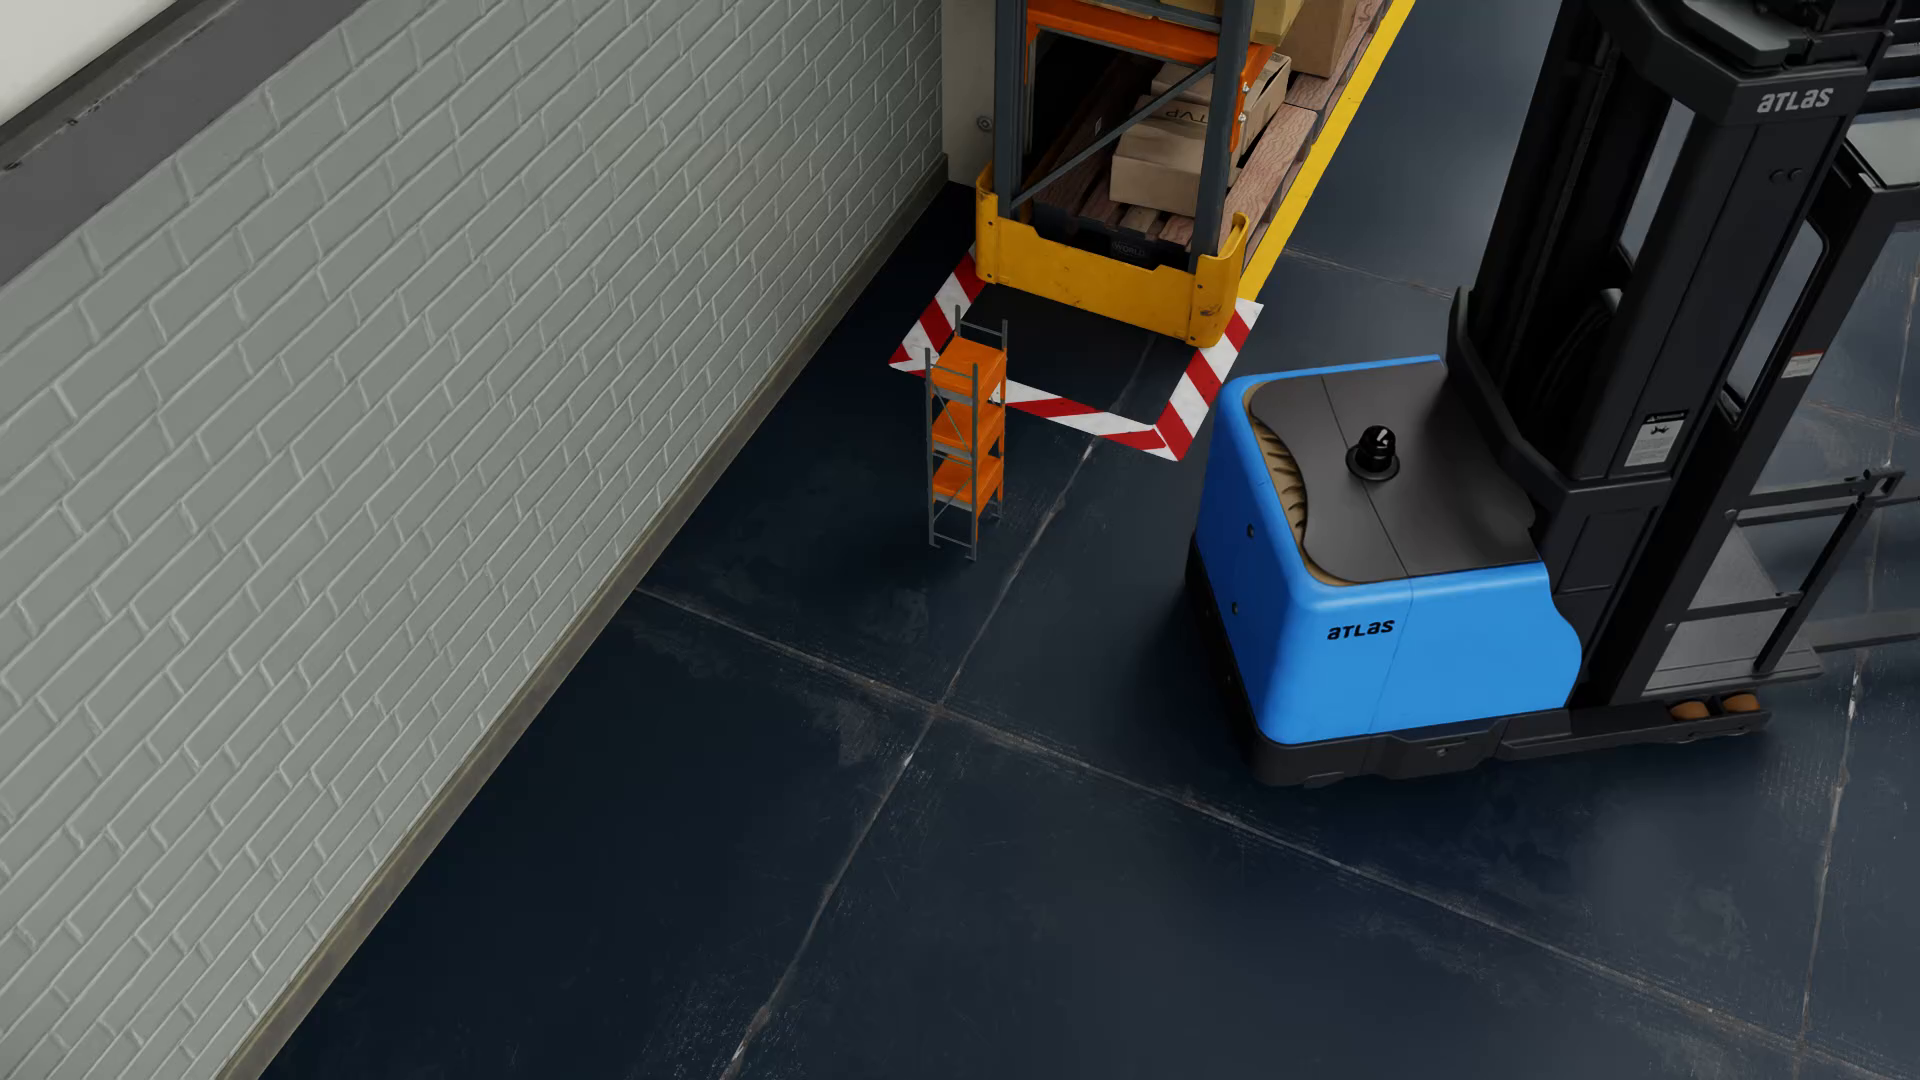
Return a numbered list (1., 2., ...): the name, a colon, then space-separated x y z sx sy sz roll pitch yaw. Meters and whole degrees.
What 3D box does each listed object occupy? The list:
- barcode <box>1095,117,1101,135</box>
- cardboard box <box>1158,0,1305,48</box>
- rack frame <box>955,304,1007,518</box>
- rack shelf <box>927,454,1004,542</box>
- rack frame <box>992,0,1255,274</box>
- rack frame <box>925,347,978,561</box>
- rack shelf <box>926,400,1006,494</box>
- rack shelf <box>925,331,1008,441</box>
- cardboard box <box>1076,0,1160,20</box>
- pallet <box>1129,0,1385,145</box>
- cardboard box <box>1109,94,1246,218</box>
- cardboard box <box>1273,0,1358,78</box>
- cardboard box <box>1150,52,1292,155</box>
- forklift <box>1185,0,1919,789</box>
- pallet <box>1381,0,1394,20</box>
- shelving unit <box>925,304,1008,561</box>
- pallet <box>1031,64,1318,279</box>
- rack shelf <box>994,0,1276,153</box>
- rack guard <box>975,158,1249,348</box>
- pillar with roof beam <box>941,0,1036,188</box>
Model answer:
1. barcode: 0.640 -1.915 7.696 0.001 0.075 0.075 20 52 16
2. cardboard box: 1.112 -2.242 6.588 0.500 0.250 0.500 18 52 15
3. rack frame: 0.075 -0.461 6.268 0.200 1.050 0.008 20 52 16
4. rack shelf: 0.023 -0.190 6.416 0.215 0.259 0.240 20 52 16
5. rack frame: 0.617 -2.051 6.341 1.000 3.000 0.127 20 52 16
6. rack frame: -0.029 -0.293 6.125 0.200 1.050 0.008 20 52 16
7. rack shelf: 0.023 -0.370 6.205 0.215 0.259 0.240 20 52 16
8. rack shelf: 0.023 -0.554 5.989 0.215 0.259 0.240 20 52 16
9. cardboard box: 0.641 -2.394 6.718 0.500 0.250 0.500 20 53 17
10. pallet: 1.551 -2.585 8.626 1.003 0.211 1.213 20 52 16
11. cardboard box: 0.994 -1.770 7.578 0.500 0.311 0.500 14 51 12
12. cardboard box: 1.596 -2.712 8.256 0.700 0.500 0.500 17 52 14
13. cardboard box: 1.237 -2.162 7.912 0.500 0.311 0.500 24 54 19
14. forklift: 2.422 -0.617 5.166 3.031 2.935 1.130 -7 50 -6
15. pallet: 2.070 -3.428 9.343 1.003 0.211 1.213 20 52 16
16. shelving unit: 0.023 -0.377 6.197 0.215 1.050 0.252 20 52 16
17. pallet: 1.028 -1.748 7.914 1.003 0.211 1.213 20 52 16
18. rack shelf: 1.471 -3.195 7.787 1.077 0.370 4.000 20 52 16
19. rack guard: 0.649 -1.293 7.337 1.175 0.500 0.348 20 52 16
20. pillar with roof beam: 4.026 -3.358 3.514 9.100 9.000 0.400 20 52 16
